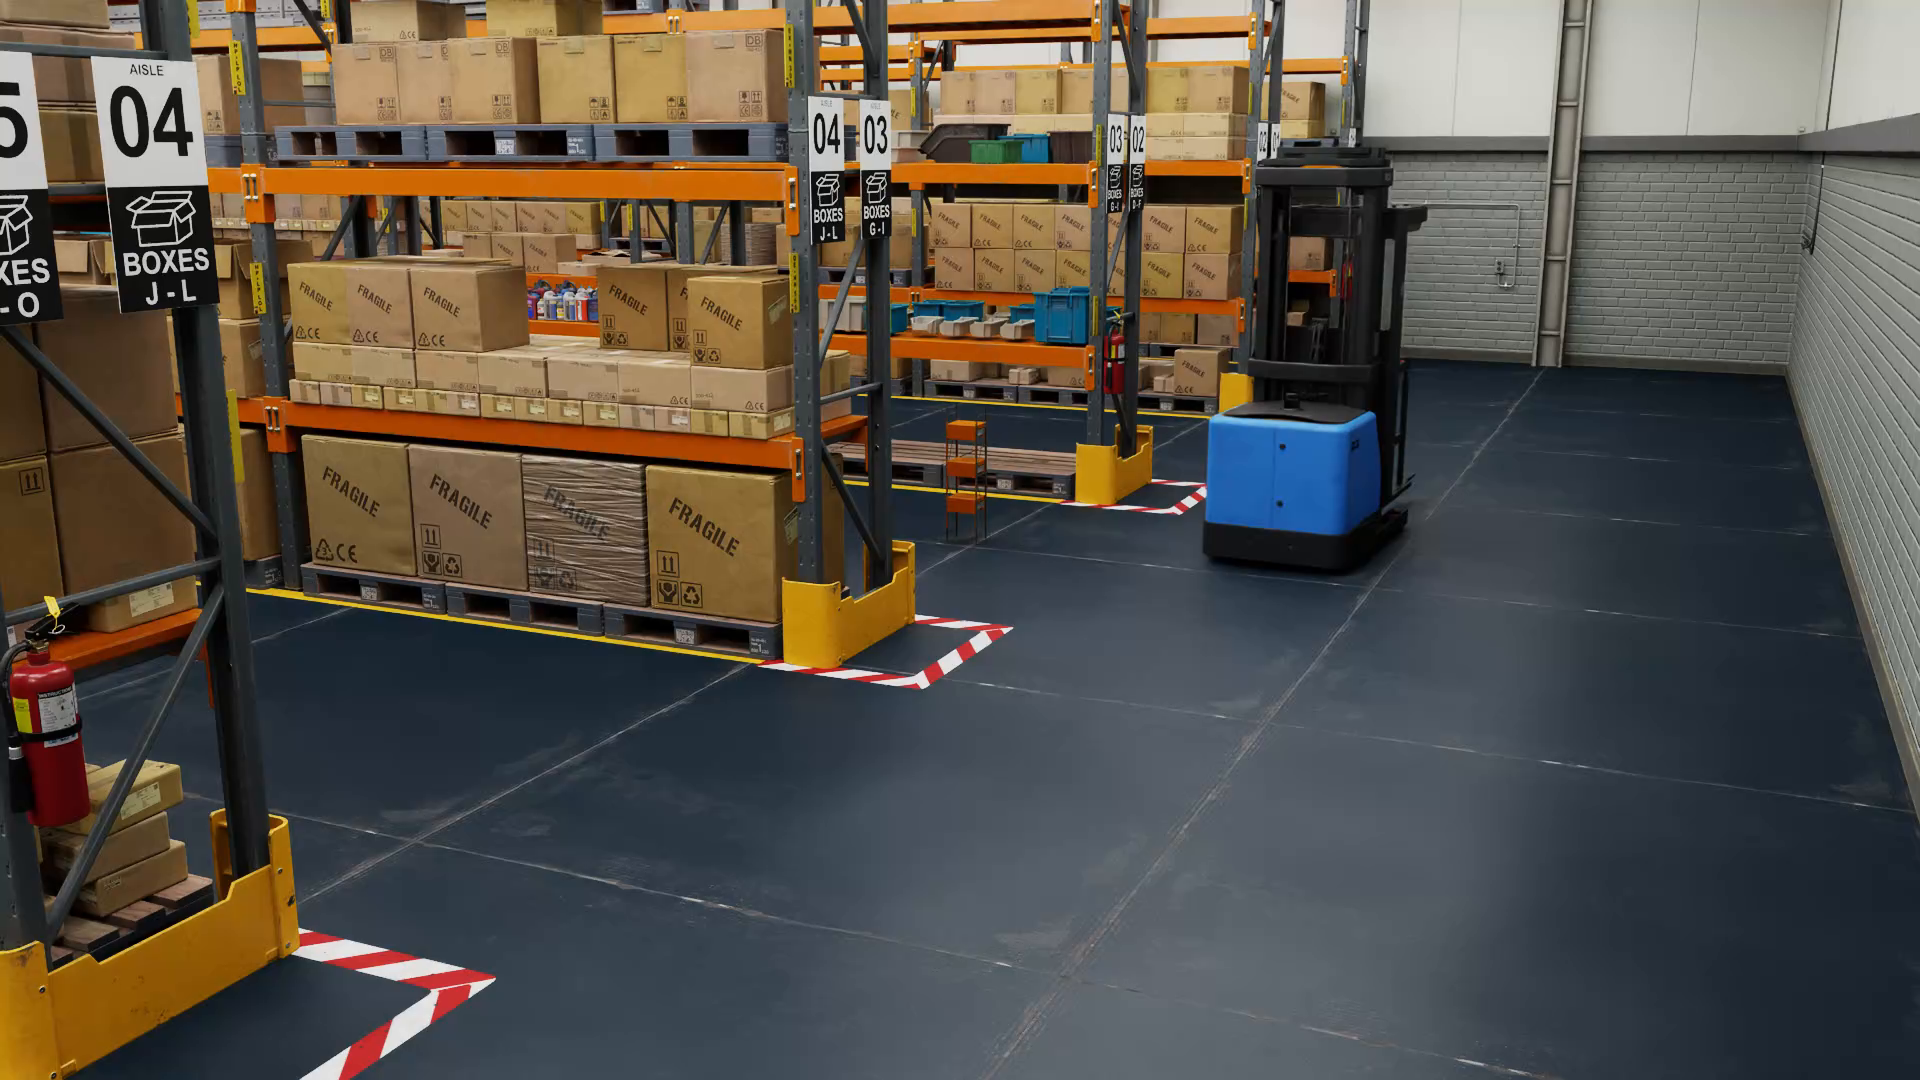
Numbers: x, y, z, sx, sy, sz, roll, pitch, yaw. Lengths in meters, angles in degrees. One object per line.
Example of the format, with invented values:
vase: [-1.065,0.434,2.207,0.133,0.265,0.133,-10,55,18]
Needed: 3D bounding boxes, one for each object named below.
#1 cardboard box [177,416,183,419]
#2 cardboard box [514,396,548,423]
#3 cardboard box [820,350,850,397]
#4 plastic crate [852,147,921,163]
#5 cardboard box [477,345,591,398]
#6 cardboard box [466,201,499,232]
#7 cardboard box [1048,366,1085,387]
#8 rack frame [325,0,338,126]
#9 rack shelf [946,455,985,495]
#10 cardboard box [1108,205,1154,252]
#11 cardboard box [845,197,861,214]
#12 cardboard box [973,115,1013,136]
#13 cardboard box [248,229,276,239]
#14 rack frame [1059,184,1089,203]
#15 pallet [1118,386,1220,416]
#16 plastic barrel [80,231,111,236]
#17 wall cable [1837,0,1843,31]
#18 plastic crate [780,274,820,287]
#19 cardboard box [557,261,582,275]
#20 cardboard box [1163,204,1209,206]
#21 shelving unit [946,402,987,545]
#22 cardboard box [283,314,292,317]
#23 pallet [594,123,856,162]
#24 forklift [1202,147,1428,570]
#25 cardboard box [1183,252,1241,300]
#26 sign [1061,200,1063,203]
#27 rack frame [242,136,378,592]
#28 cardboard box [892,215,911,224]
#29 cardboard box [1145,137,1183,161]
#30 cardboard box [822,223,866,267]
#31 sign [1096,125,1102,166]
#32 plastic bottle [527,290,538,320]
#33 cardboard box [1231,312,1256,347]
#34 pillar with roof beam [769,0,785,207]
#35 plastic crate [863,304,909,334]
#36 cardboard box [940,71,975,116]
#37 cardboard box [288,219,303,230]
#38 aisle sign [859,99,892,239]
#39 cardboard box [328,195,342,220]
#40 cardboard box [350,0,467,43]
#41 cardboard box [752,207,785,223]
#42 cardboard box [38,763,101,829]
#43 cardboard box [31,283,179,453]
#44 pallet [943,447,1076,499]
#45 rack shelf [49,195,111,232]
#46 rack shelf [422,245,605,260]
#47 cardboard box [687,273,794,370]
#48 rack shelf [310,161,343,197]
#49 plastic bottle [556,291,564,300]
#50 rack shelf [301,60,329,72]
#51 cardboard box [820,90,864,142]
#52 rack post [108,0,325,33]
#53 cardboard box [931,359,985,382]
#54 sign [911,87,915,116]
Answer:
cardboard box: [-5.747,-0.528,12.172,0.875,0.875,1.225,5,14,21]
cardboard box: [-2.536,-0.834,10.293,0.250,0.149,0.380,6,15,24]
cardboard box: [-1.009,-1.023,10.227,0.500,0.250,0.500,5,14,22]
plastic crate: [-0.663,-3.357,14.504,0.530,0.136,0.437,6,14,23]
cardboard box: [-2.637,-1.053,10.355,0.500,0.250,0.500,6,14,23]
cardboard box: [-8.057,-5.533,28.411,0.500,0.500,0.500,5,14,21]
cardboard box: [1.399,-2.116,19.706,0.637,0.503,0.797,6,14,23]
rack frame: [-5.988,-5.546,16.692,0.127,3.000,1.000,6,14,23]
rack shelf: [0.049,-0.496,12.616,0.240,0.259,0.215,6,14,23]
cardboard box: [1.880,-3.532,18.834,0.500,0.500,0.500,6,15,25]
cardboard box: [-1.638,-5.164,25.643,0.500,0.250,0.500,6,15,25]
cardboard box: [0.481,-4.778,19.217,0.500,0.250,0.500,6,14,23]
cardboard box: [-9.937,-4.308,24.329,0.500,0.500,0.700,6,14,24]
rack frame: [1.682,-4.325,24.619,0.127,3.000,1.000,6,14,23]
pallet: [2.537,-1.642,19.293,1.213,0.211,1.003,6,14,23]
plastic barrel: [-9.415,-3.141,18.476,0.708,0.901,0.600,6,14,23]
wall cable: [9.270,-6.659,17.177,0.112,2.526,3.097,6,14,23]
plastic crate: [-1.616,-2.181,15.211,0.583,0.464,0.402,6,14,23]
cardboard box: [-5.167,-3.644,22.267,0.250,0.149,0.380,7,15,27]
cardboard box: [2.556,-3.598,19.114,0.500,0.500,0.500,6,14,24]
shelving unit: [0.049,-0.506,12.614,0.252,1.050,0.215,6,14,23]
cardboard box: [-4.656,-1.364,11.784,0.500,0.500,0.500,6,14,23]
pallet: [-1.362,-2.334,9.765,1.213,0.211,1.003,6,14,23]
forklift: [2.881,-1.507,12.760,1.130,2.935,3.031,7,15,27]
cardboard box: [2.817,-2.953,18.553,0.500,0.500,0.500,6,15,25]
sign: [1.471,-4.735,24.009,0.005,0.325,0.100,6,14,23]
rack frame: [-4.337,-1.221,11.391,0.127,3.000,1.000,6,14,23]
cardboard box: [-0.706,-4.703,25.318,0.500,0.500,0.500,6,14,23]
cardboard box: [2.307,-4.348,18.480,0.500,0.250,0.500,6,14,23]
cardboard box: [-1.318,-3.684,20.749,0.500,0.500,0.700,8,16,32]
sign: [1.119,-3.178,13.396,0.005,0.325,0.100,6,14,23]
plastic bottle: [-4.182,-2.294,16.219,0.133,0.283,0.061,6,14,23]
cardboard box: [4.201,-3.032,23.663,0.500,0.500,0.700,6,14,23]
pillar with roof beam: [-4.557,-7.017,22.961,0.400,9.000,9.100,6,14,23]
plastic crate: [-0.655,-1.969,14.817,0.300,0.233,0.416,6,14,23]
cardboard box: [0.139,-5.248,19.582,0.500,0.500,0.700,6,14,23]
cardboard box: [-9.375,-4.516,23.798,0.250,0.149,0.380,6,15,25]
aisle sign: [-0.492,-2.172,9.756,0.004,0.787,0.394,6,14,23]
cardboard box: [-8.506,-4.796,23.570,0.500,0.500,0.700,6,14,23]
cardboard box: [-3.480,-3.260,10.516,0.500,0.250,0.500,5,14,20]
cardboard box: [-2.931,-5.045,26.507,0.500,0.500,0.700,4,14,18]
cardboard box: [-3.423,0.950,6.159,0.250,0.149,0.380,6,15,24]
cardboard box: [-3.084,-0.601,5.693,0.500,0.500,0.500,6,14,23]
pallet: [0.588,-0.612,14.901,1.213,0.211,1.003,6,14,23]
rack shelf: [-4.610,-1.119,5.967,4.000,0.370,1.077,6,14,23]
rack shelf: [-7.461,-4.900,28.644,4.000,0.370,1.077,6,14,23]
cardboard box: [-1.232,-1.278,9.670,0.500,0.500,0.500,6,14,24]
rack shelf: [-7.816,-3.921,17.906,4.000,0.370,1.077,6,14,23]
plastic bottle: [-3.919,-2.304,16.288,0.097,0.271,0.097,0,13,0]
rack shelf: [-9.464,-6.591,23.594,4.000,0.370,1.077,6,14,23]
cardboard box: [-1.372,-5.171,20.302,0.600,0.600,0.600,6,14,23]
rack post: [-7.810,-5.849,17.547,3.121,1.000,1.013,6,14,23]
cardboard box: [-0.025,-2.111,20.107,0.500,0.311,0.500,6,14,23]
sign: [-0.542,-5.077,19.266,0.005,0.325,0.100,6,14,23]
